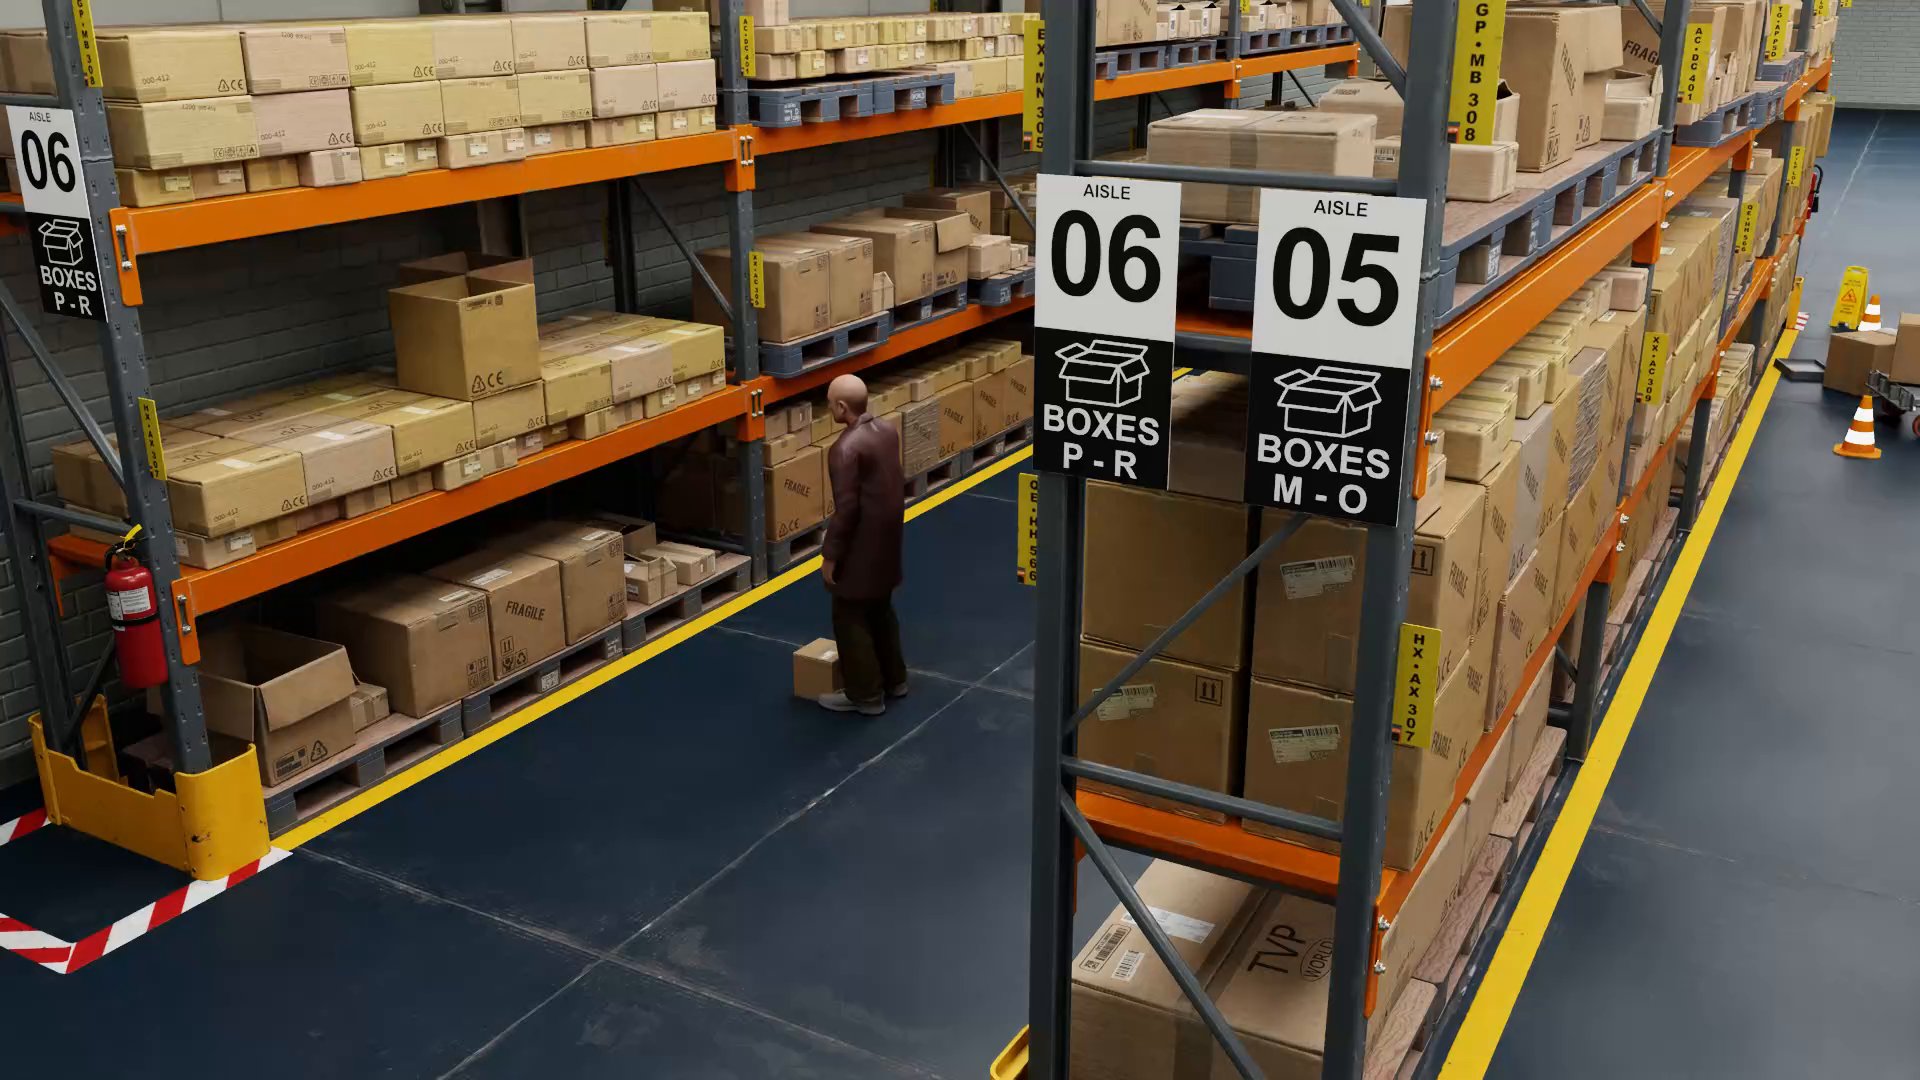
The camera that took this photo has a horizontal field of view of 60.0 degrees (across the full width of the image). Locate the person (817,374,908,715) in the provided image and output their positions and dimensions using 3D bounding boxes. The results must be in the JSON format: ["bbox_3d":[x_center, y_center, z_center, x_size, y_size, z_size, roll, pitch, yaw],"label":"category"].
[{"bbox_3d":[-0.500,0.021,8.527,0.416,1.774,0.656,10,21,26],"label":"person"}]
